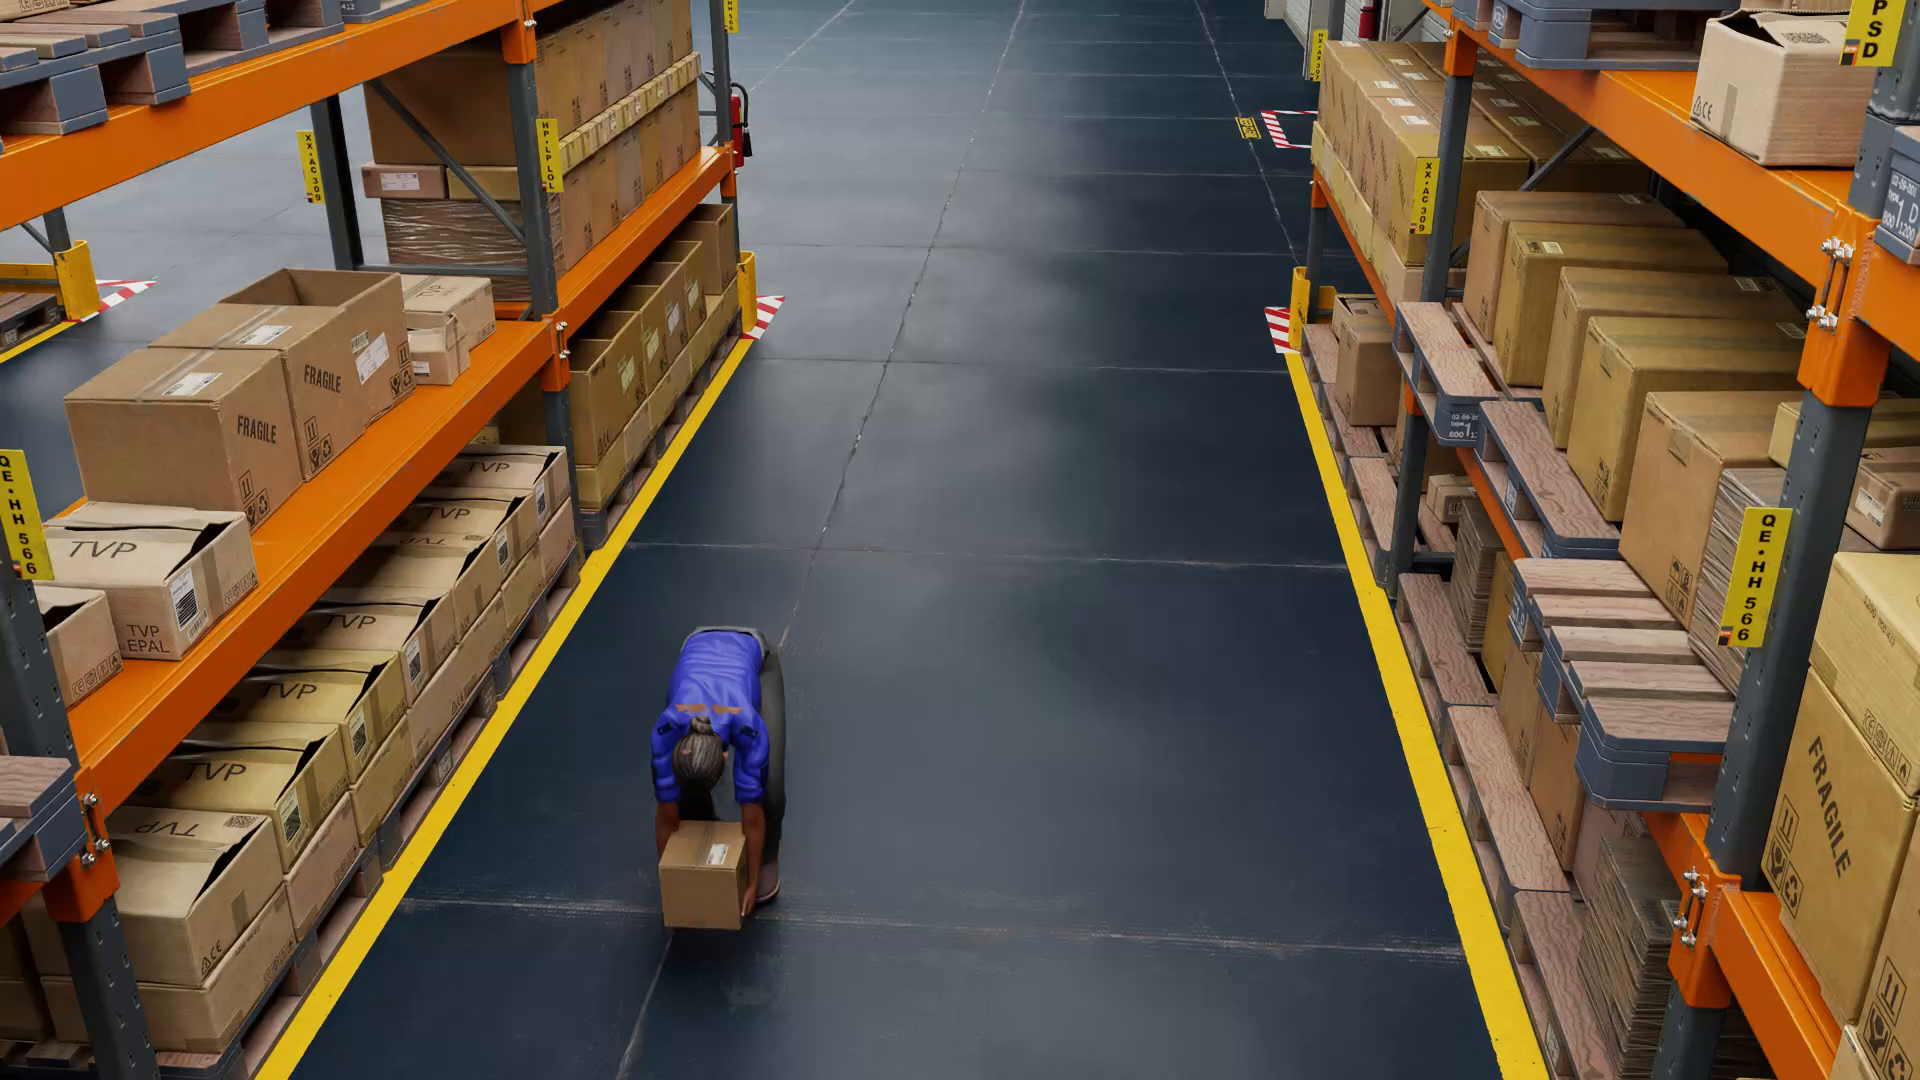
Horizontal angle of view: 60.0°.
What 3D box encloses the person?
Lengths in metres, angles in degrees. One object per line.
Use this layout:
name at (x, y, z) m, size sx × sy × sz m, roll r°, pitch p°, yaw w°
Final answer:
person at (-0.817, 0.841, 5.628) m, size 0.433 × 0.954 × 0.876 m, roll 1°, pitch 25°, yaw 2°
